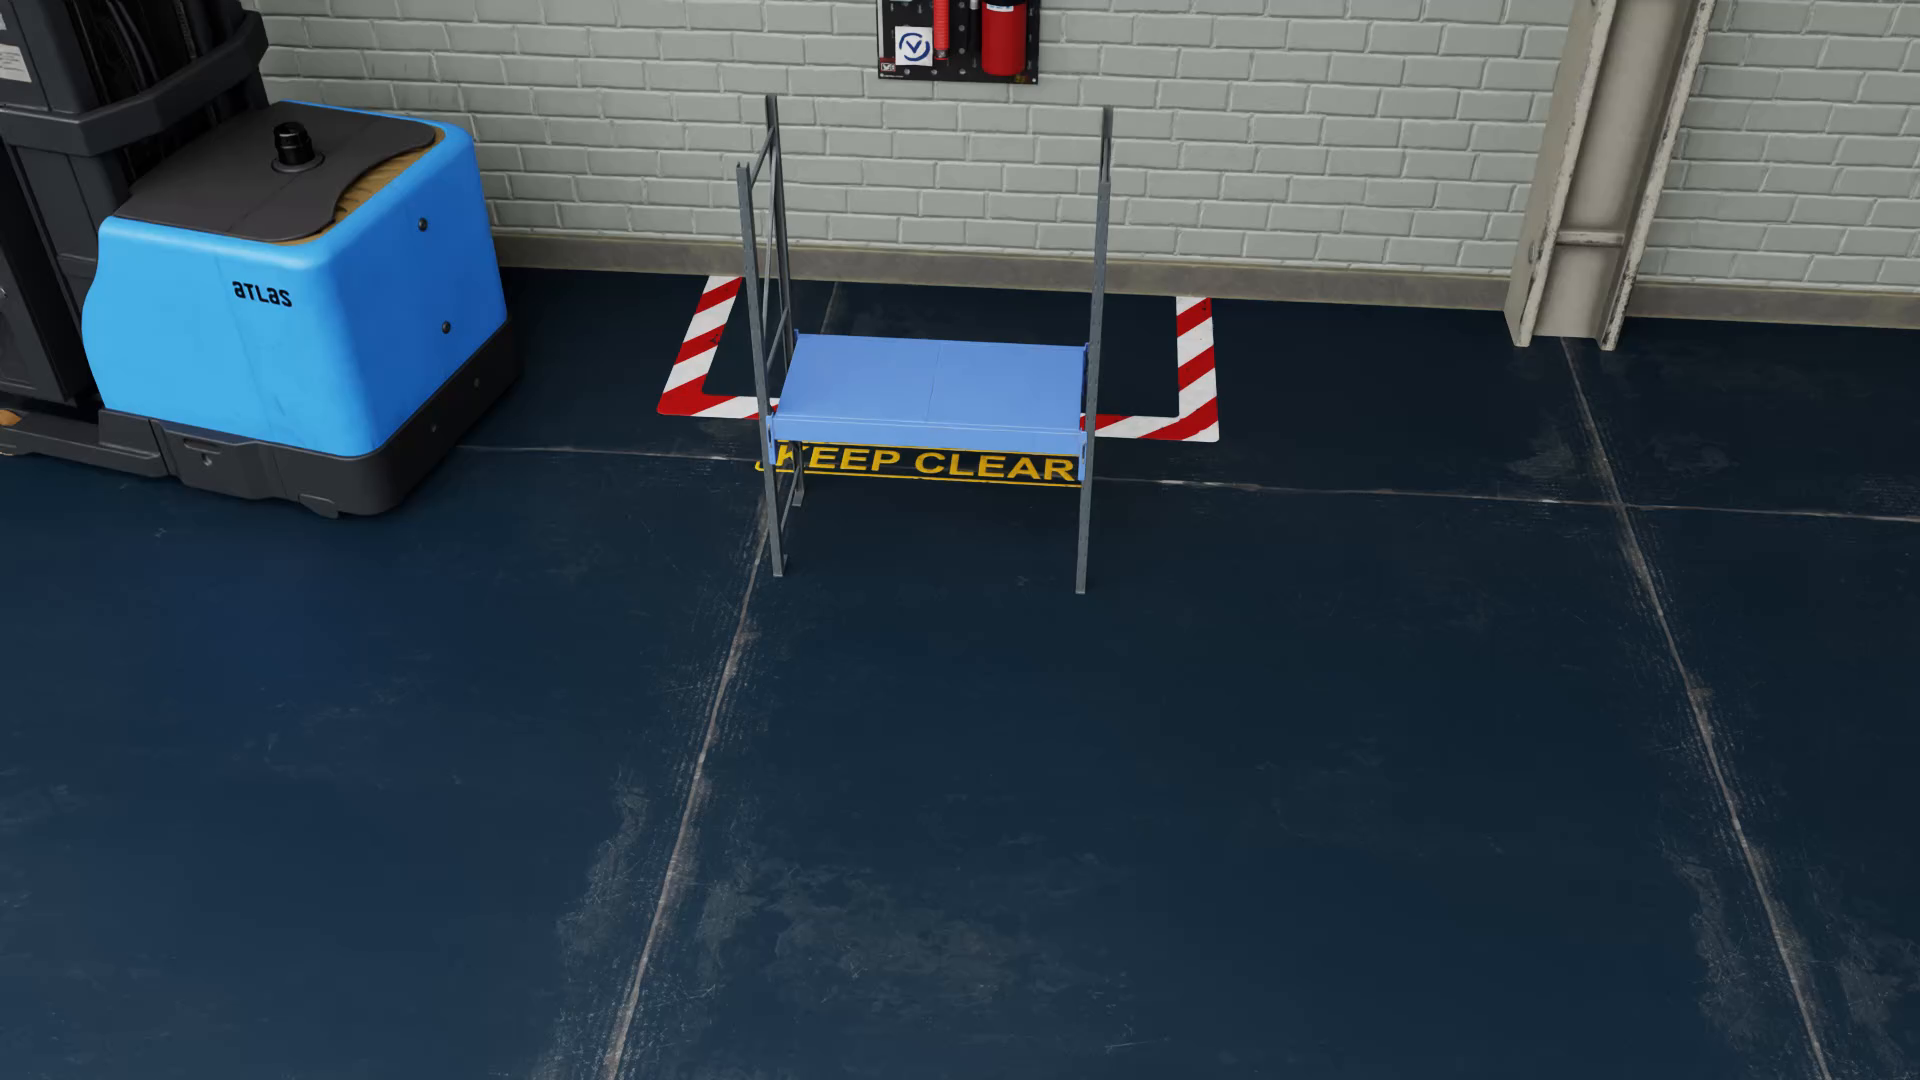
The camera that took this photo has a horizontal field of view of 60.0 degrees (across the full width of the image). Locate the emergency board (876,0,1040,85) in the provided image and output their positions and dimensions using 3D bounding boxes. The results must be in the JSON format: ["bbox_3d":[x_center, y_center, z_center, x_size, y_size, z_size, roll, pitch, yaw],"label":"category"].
[{"bbox_3d":[-0.008,-2.191,6.066,0.643,1.169,0.194,3,39,4],"label":"emergency board"}]

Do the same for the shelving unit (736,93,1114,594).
[{"bbox_3d":[-0.085,-0.586,5.282,1.048,1.500,0.538,3,39,4],"label":"shelving unit"}]

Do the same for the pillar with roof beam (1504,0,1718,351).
[{"bbox_3d":[2.080,-1.652,0.651,0.400,9.000,9.100,3,39,4],"label":"pillar with roof beam"}]

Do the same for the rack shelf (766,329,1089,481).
[{"bbox_3d":[-0.085,-0.447,5.396,1.000,0.185,0.538,3,39,4],"label":"rack shelf"}]

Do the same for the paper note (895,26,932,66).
[{"bbox_3d":[-0.178,-1.903,6.409,0.142,0.148,0.016,3,39,4],"label":"paper note"}]

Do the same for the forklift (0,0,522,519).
[{"bbox_3d":[-3.272,-1.752,5.580,3.031,2.935,1.130,11,40,13],"label":"forklift"}]

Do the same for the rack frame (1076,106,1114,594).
[{"bbox_3d":[0.421,-0.559,5.248,0.032,1.500,0.500,3,39,4],"label":"rack frame"}]

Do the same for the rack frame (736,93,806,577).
[{"bbox_3d":[-0.591,-0.614,5.316,0.032,1.500,0.500,3,39,4],"label":"rack frame"}]
